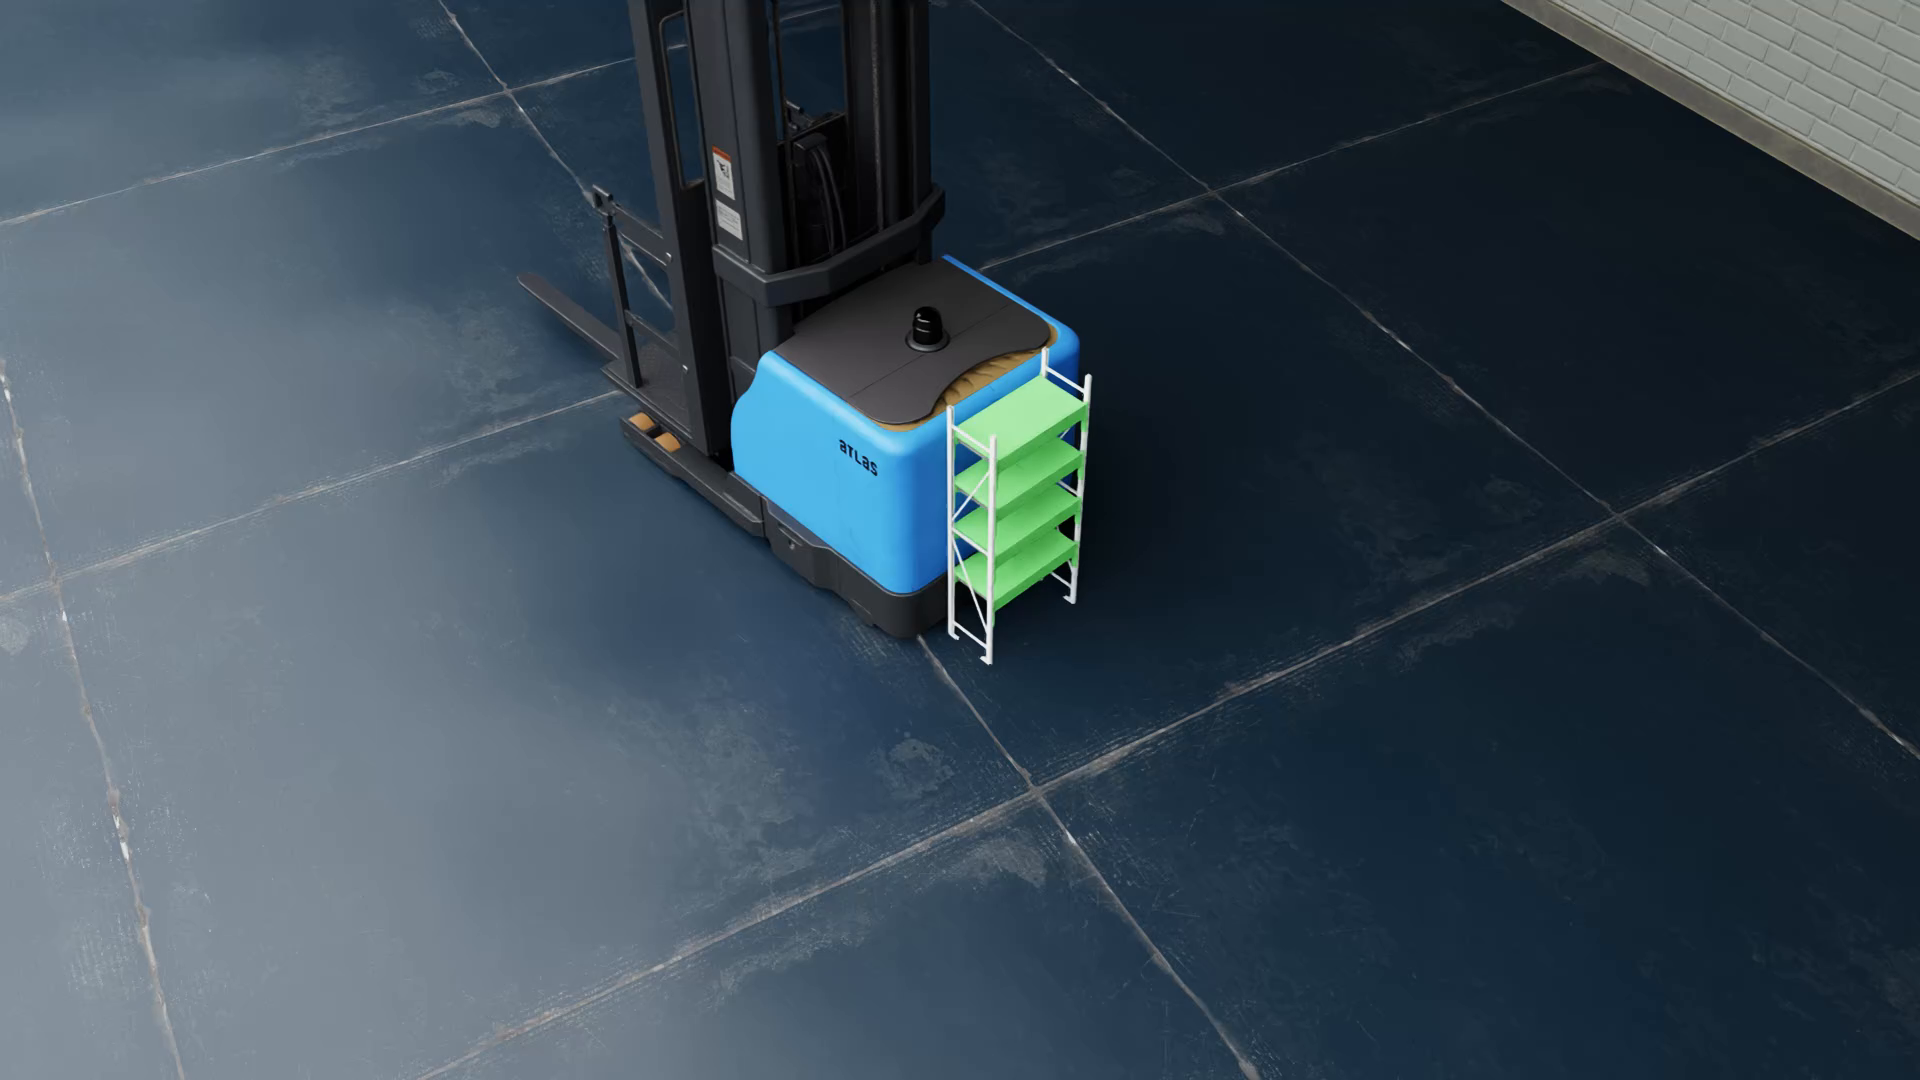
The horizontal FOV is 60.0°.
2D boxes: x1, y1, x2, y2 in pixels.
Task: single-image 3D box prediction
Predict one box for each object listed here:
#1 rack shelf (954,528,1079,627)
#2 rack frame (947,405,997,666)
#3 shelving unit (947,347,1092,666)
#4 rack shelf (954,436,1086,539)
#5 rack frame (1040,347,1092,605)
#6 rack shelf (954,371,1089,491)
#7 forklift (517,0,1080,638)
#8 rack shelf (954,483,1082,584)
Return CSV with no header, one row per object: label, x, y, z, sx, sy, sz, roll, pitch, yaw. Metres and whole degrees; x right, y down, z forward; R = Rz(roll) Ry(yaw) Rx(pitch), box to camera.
rack shelf,0.217,0.110,6.641,0.480,0.148,0.258,-34,53,-30
rack frame,0.042,0.010,6.307,0.015,1.200,0.240,-34,53,-30
shelving unit,0.218,-0.108,6.429,0.503,1.200,0.258,-34,53,-30
rack shelf,0.218,-0.234,6.306,0.480,0.148,0.258,-34,53,-30
rack frame,0.393,-0.226,6.550,0.015,1.200,0.240,-34,53,-30
rack shelf,0.218,-0.406,6.139,0.480,0.148,0.258,-34,53,-30
forklift,-0.897,-1.590,6.713,1.130,2.935,3.031,-34,53,-30
rack shelf,0.217,-0.062,6.473,0.480,0.148,0.258,-34,53,-30
